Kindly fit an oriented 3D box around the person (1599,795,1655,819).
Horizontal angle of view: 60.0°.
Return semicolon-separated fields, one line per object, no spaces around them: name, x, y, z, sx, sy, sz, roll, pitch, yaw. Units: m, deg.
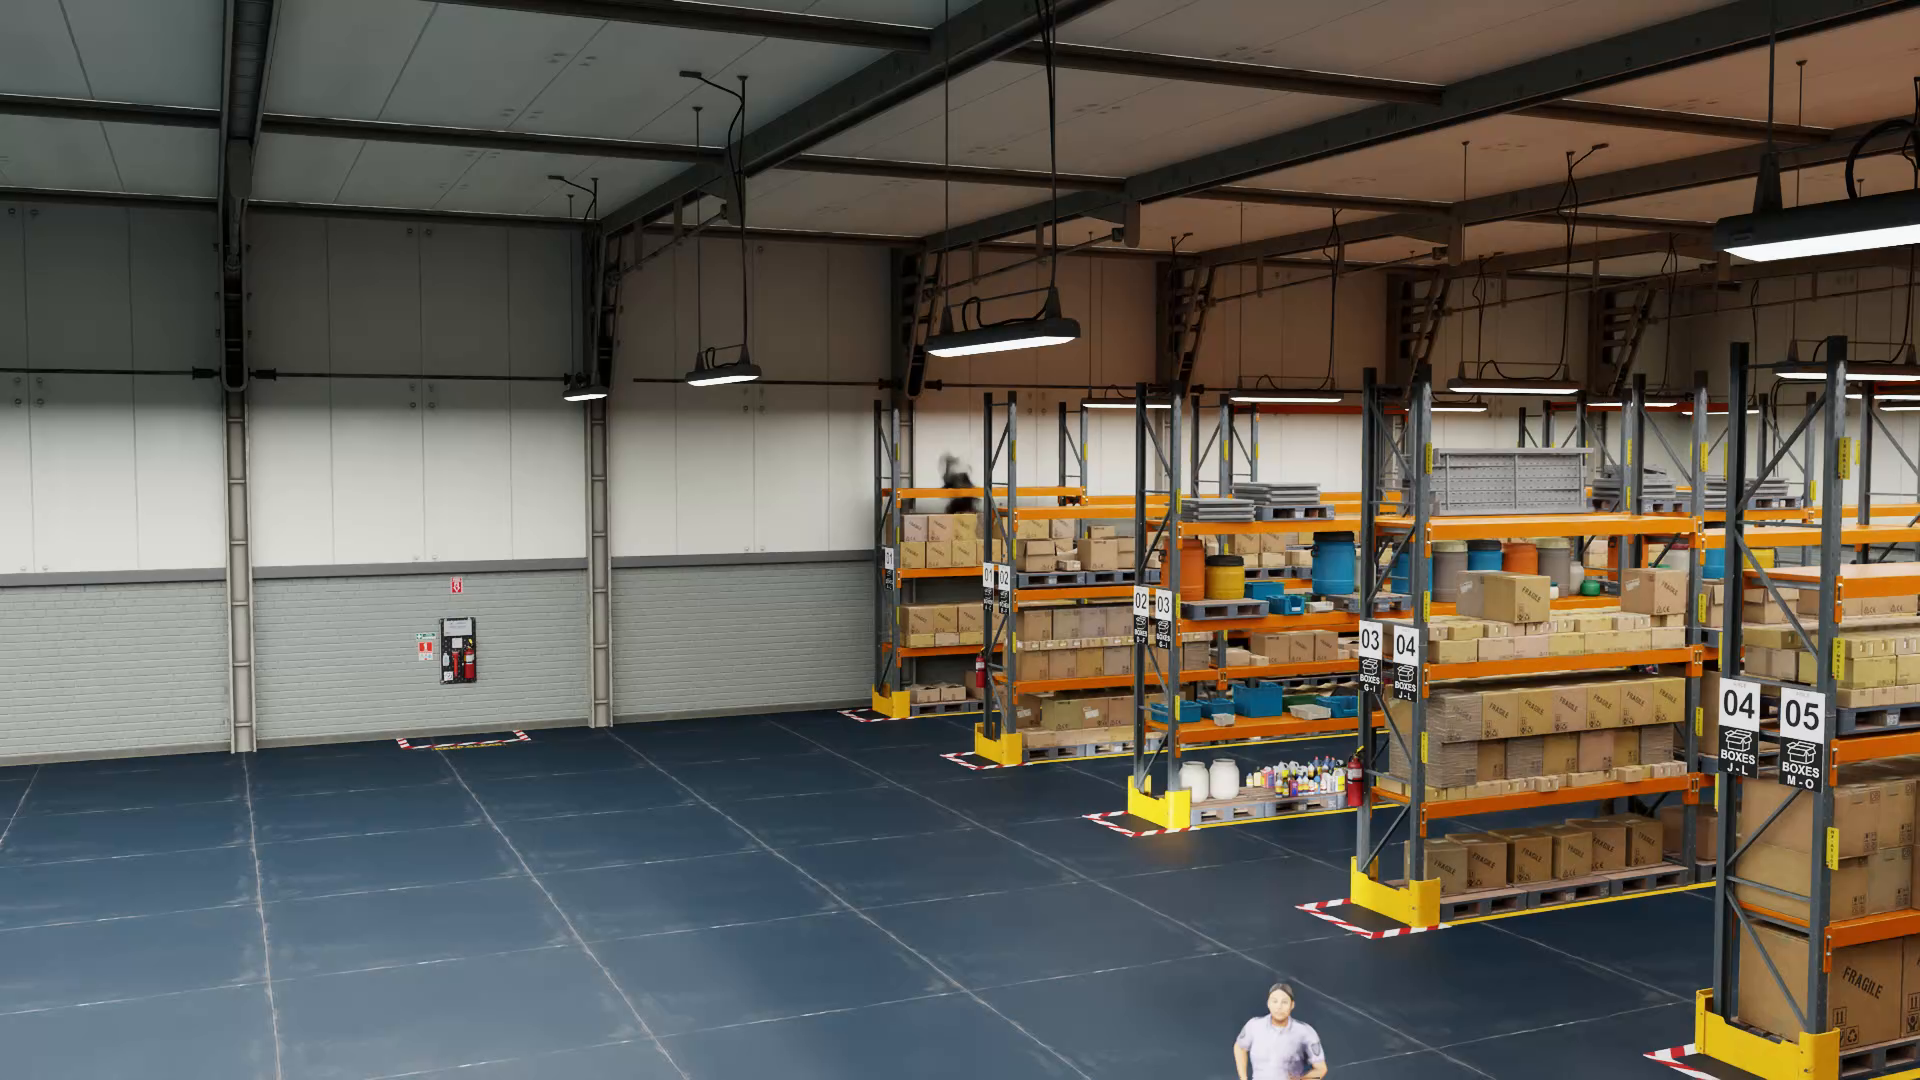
person;8.582;2.998;21.553;1.061;1.754;0.708;-2;4;-29

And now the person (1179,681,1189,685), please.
person;4.187;2.503;31.240;0.624;1.655;0.593;-2;4;-35

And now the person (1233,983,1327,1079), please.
person;2.096;3.715;10.939;0.621;1.615;0.843;1;3;14
